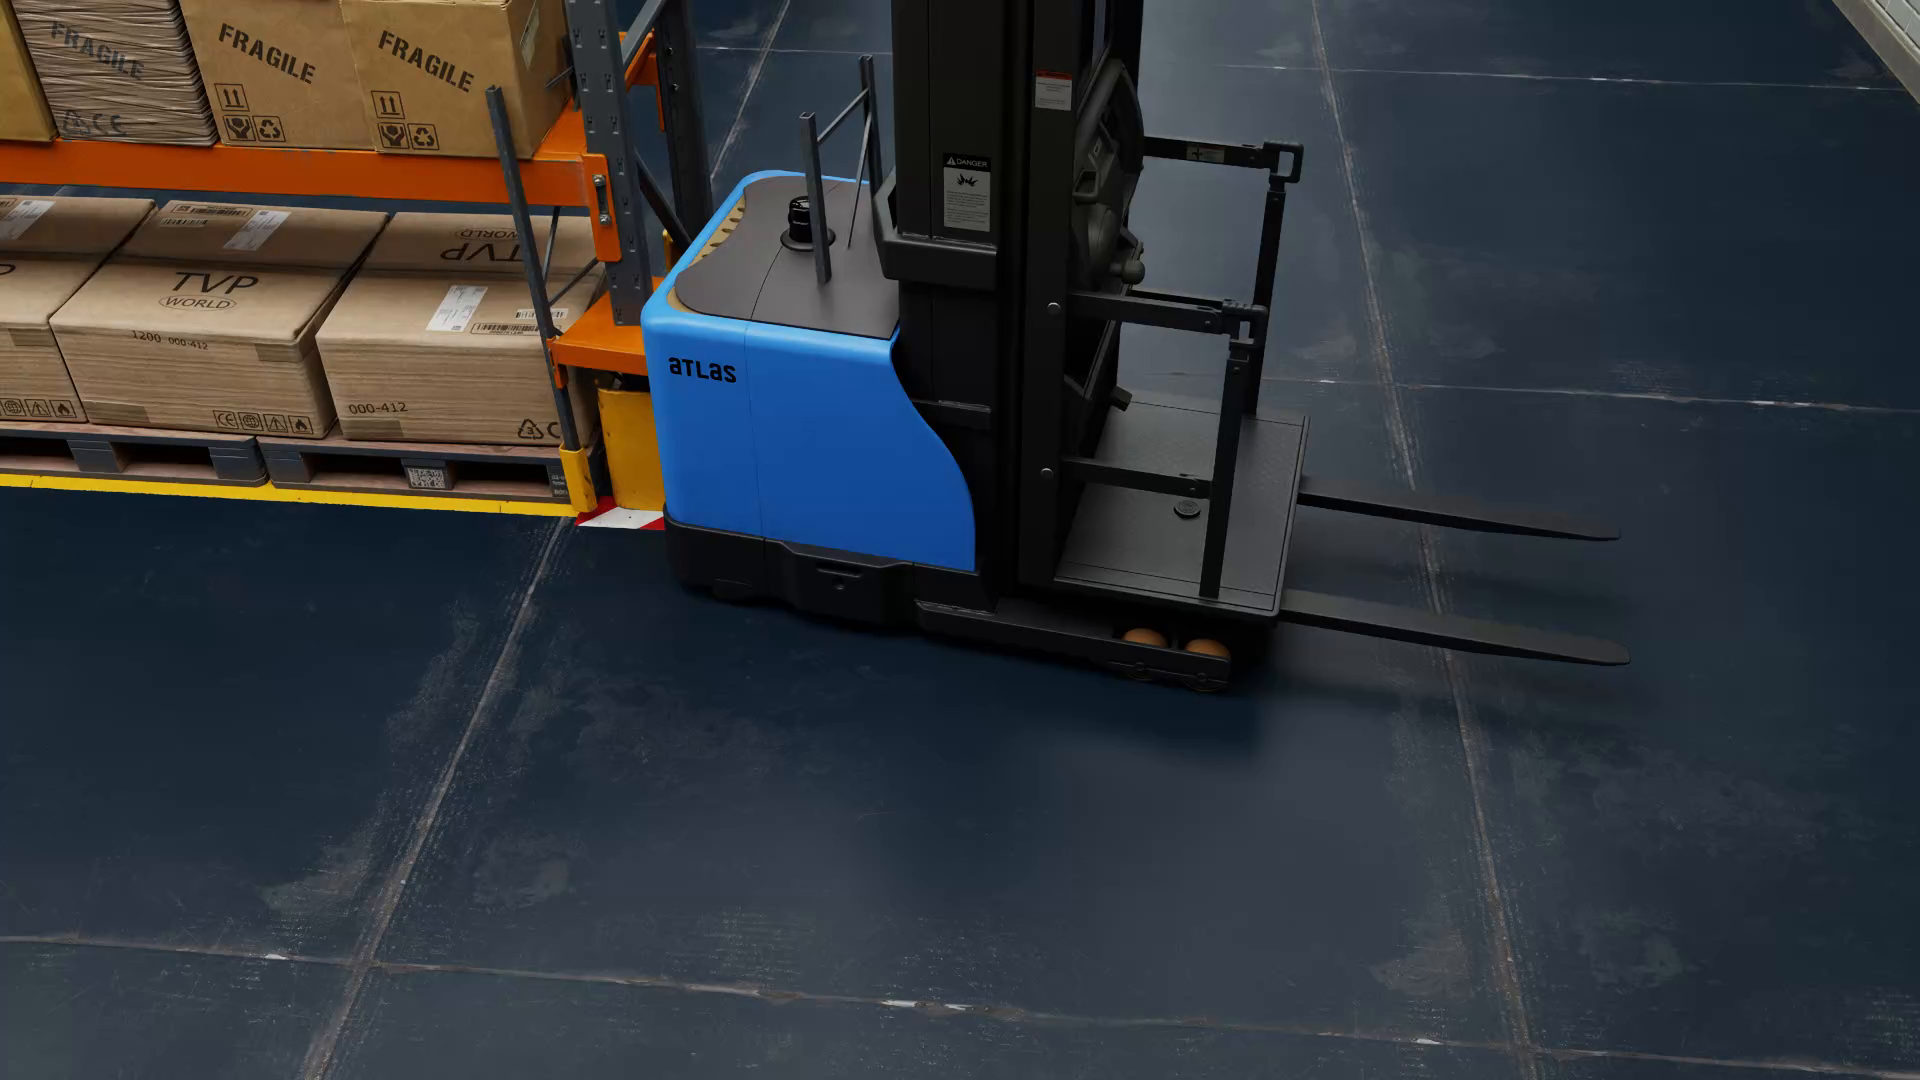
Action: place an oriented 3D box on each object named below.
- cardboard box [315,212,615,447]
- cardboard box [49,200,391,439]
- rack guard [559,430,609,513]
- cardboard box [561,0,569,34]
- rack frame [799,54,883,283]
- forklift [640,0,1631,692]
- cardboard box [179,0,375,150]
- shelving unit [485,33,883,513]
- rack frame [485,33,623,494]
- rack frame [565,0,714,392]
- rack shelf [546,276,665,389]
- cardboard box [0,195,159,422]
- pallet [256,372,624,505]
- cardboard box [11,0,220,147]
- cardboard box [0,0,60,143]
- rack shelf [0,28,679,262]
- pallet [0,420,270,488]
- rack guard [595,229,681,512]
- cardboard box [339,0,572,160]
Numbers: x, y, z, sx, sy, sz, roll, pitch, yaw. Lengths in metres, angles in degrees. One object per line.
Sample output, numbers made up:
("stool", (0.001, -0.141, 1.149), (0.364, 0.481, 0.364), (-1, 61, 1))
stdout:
("cardboard box", (-1.707, -0.777, 6.026), (0.875, 0.438, 0.875), (2, 39, 2))
("cardboard box", (-2.620, -0.822, 6.081), (0.875, 0.438, 0.875), (4, 39, 5))
("rack guard", (-1.232, -0.367, 5.933), (0.087, 0.250, 0.587), (9, 38, 17))
("cardboard box", (-1.495, -1.881, 5.605), (0.500, 0.500, 0.500), (3, 39, 3))
("rack frame", (-0.320, -0.719, 5.279), (0.032, 1.500, 0.500), (9, 38, 17))
("forklift", (0.611, -1.038, 4.704), (3.031, 2.935, 1.130), (9, 40, 11))
("cardboard box", (-2.043, -1.571, 5.224), (0.500, 0.500, 0.500), (2, 39, 3))
("shelving unit", (-0.792, -0.795, 5.421), (1.083, 1.500, 0.587), (9, 38, 17))
("rack frame", (-1.282, -0.873, 5.569), (0.032, 1.500, 0.500), (9, 38, 17))
("rack frame", (-1.041, -1.635, 5.383), (0.127, 3.000, 1.000), (3, 39, 4))
("rack shelf", (-0.792, -0.651, 5.530), (1.000, 0.185, 0.538), (9, 38, 17))
("cardboard box", (-3.518, -0.872, 6.142), (0.875, 0.438, 0.875), (2, 39, 3))
("pallet", (-1.845, -0.548, 6.256), (1.213, 0.211, 1.003), (3, 39, 4))
("cardboard box", (-2.557, -1.592, 5.251), (0.500, 0.500, 0.500), (4, 39, 5))
("cardboard box", (-3.072, -1.612, 5.276), (0.500, 0.500, 0.500), (4, 39, 5))
("rack shelf", (-3.034, -1.465, 5.744), (4.000, 0.370, 1.077), (3, 39, 4))
("pallet", (-3.057, -0.616, 6.340), (1.213, 0.211, 1.003), (3, 39, 4))
("rack guard", (-1.017, -0.664, 6.170), (0.348, 0.500, 1.175), (3, 39, 4))
("cardboard box", (-1.545, -1.534, 5.179), (0.500, 0.500, 0.500), (3, 39, 4))
